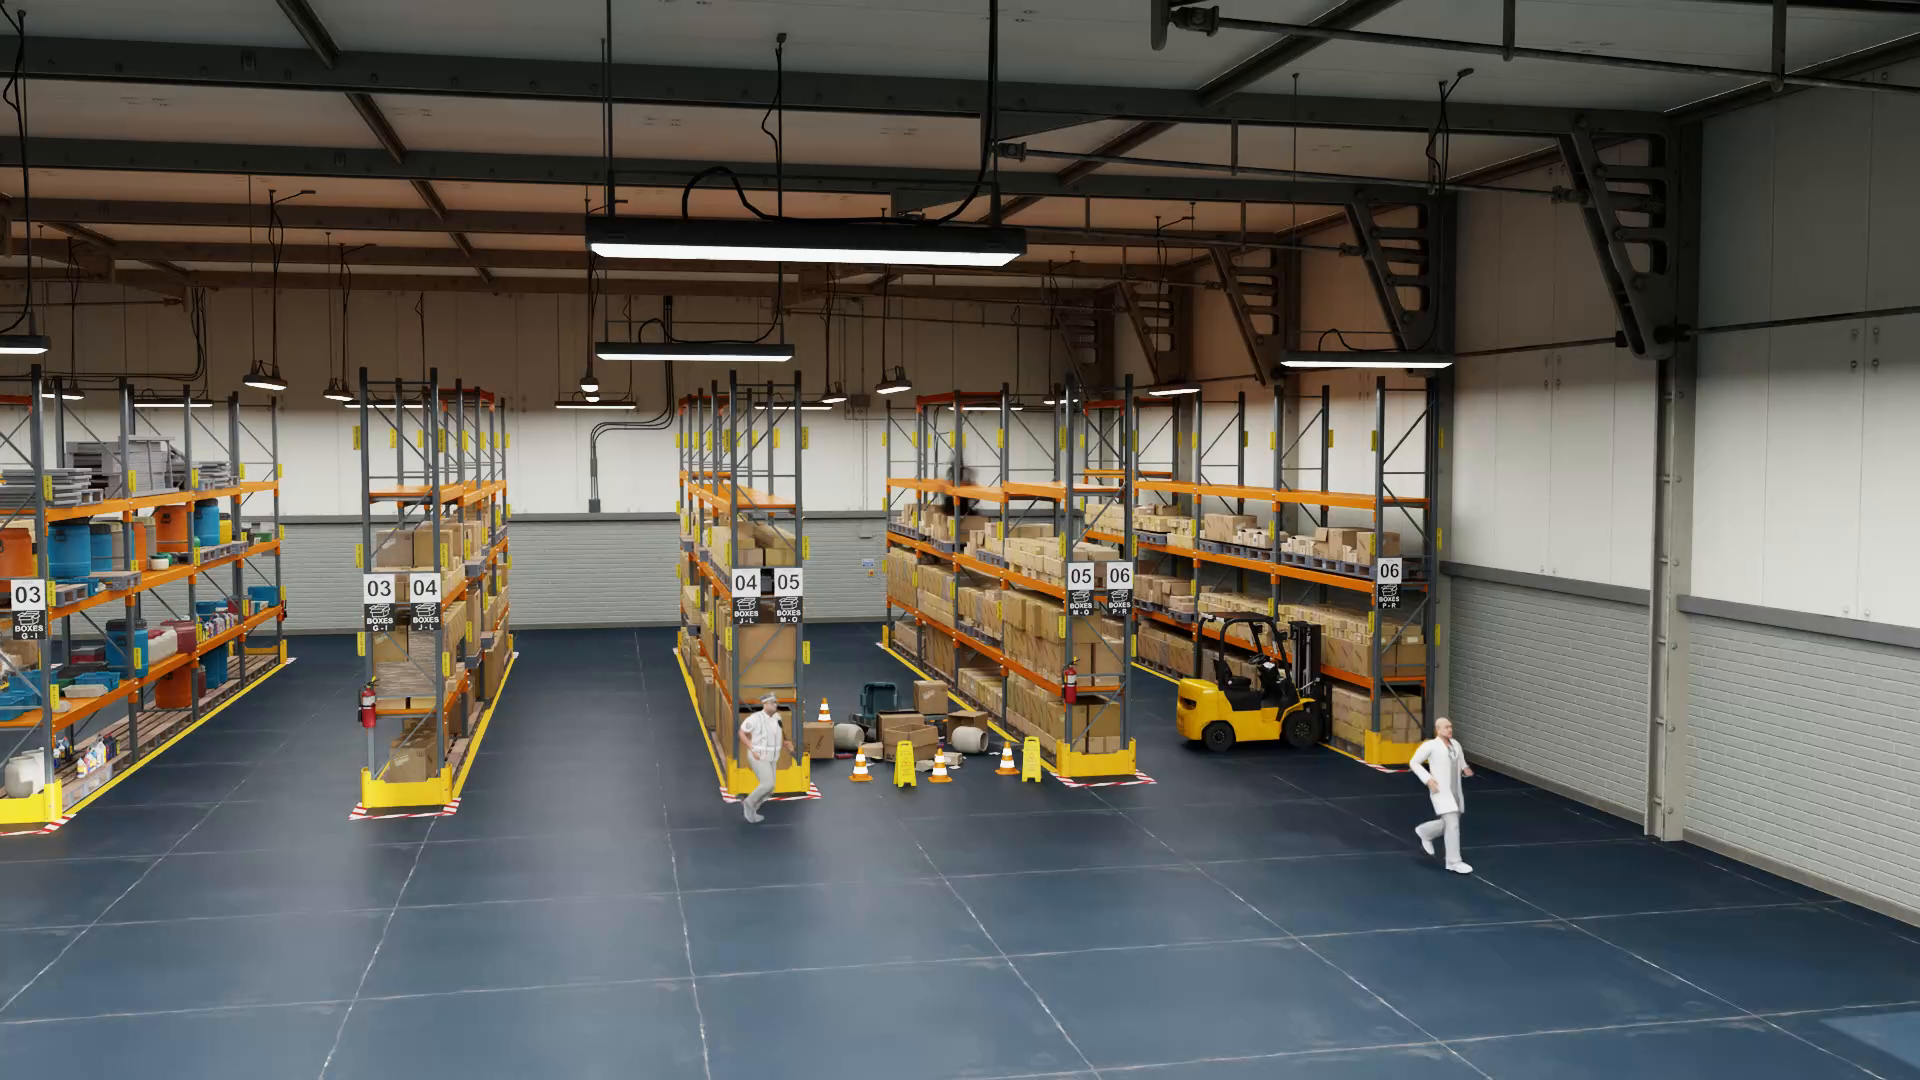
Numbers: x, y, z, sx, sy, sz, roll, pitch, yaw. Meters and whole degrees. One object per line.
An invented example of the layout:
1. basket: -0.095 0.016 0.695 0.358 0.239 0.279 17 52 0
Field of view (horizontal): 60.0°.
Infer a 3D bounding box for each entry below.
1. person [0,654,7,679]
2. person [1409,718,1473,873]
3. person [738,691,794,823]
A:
1. person: -16.778 2.457 28.608 0.622 1.730 0.870 -1 3 -13
2. person: 5.679 2.962 19.482 0.720 1.751 0.902 -2 4 -31
3. person: -2.534 2.840 21.824 0.691 1.721 0.636 3 4 37
